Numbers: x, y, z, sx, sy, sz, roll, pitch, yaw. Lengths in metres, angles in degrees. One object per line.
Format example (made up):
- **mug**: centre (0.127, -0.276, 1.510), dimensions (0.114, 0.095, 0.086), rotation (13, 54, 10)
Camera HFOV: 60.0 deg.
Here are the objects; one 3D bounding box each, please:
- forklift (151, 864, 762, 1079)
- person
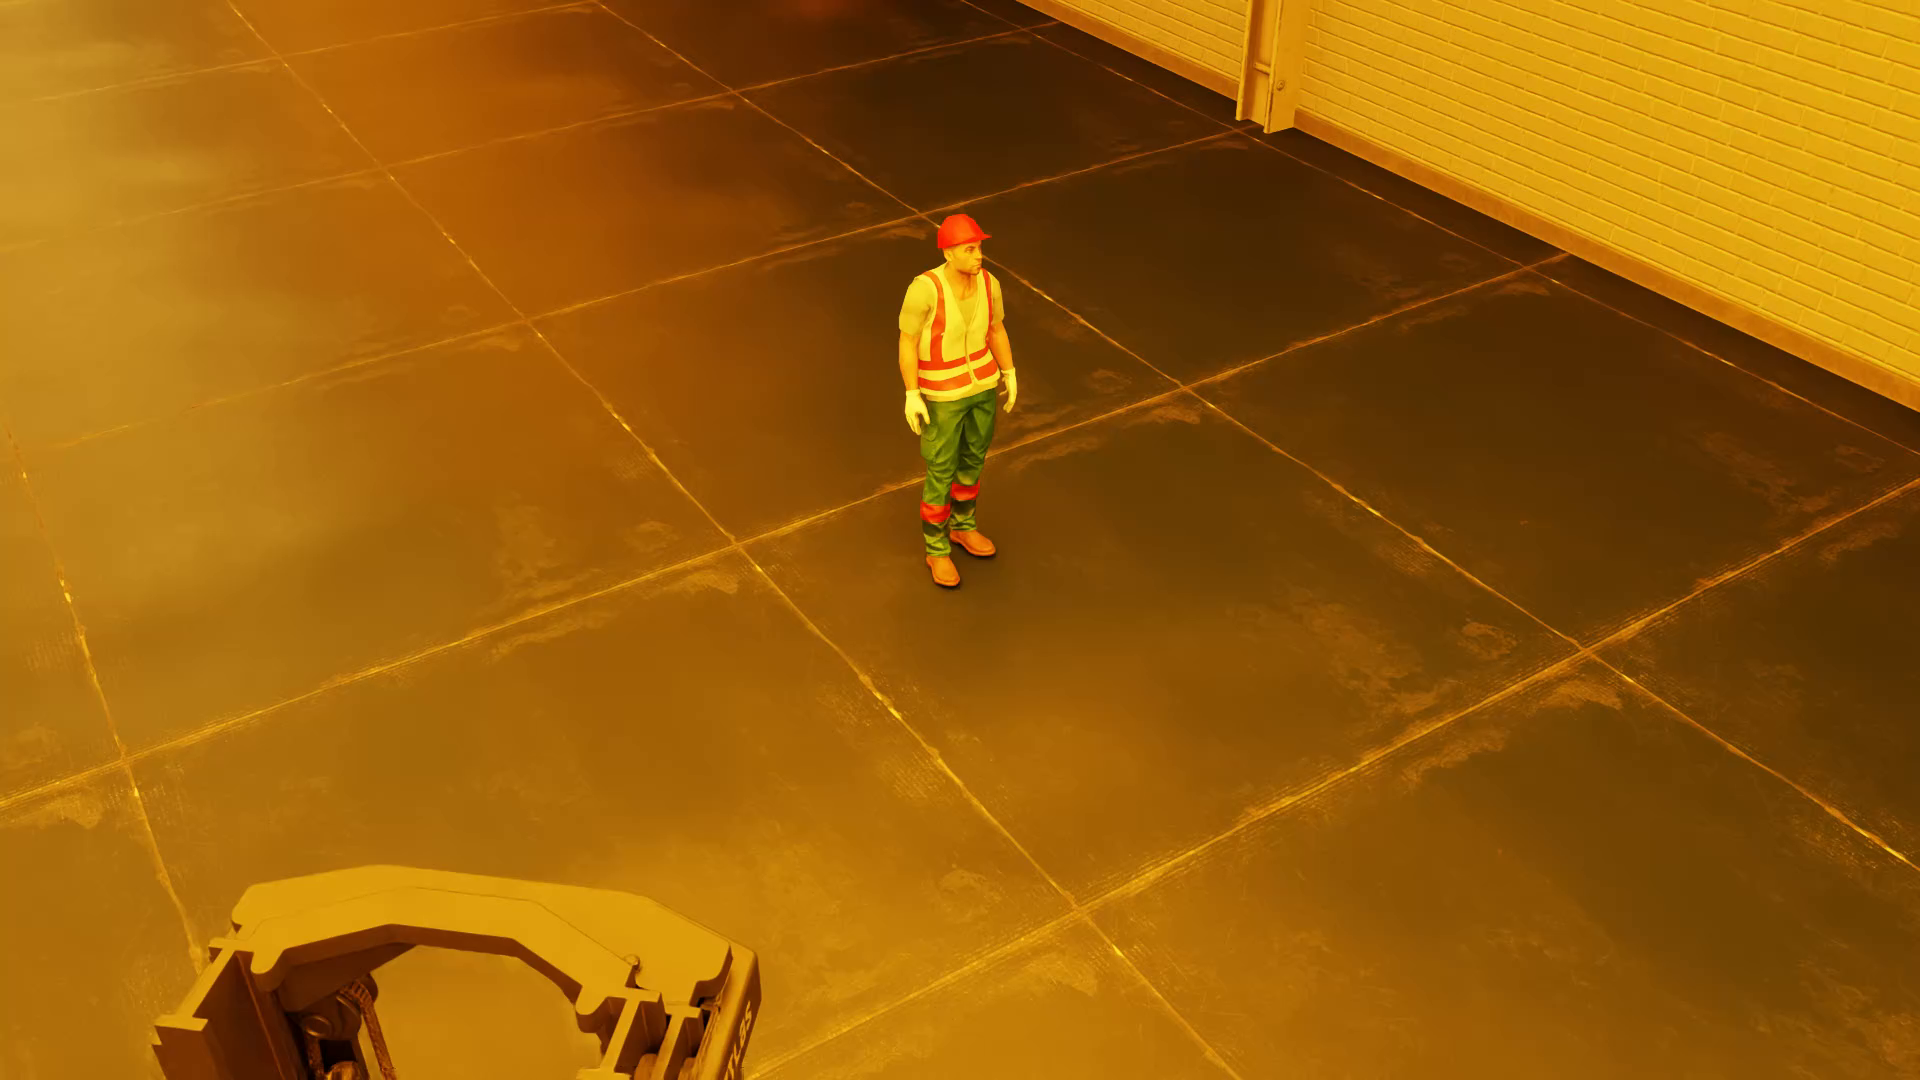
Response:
- **forklift**: centre (-0.911, 2.161, 3.072), dimensions (1.130, 2.935, 3.031), rotation (5, 35, 7)
- **person**: centre (0.033, -0.694, 8.119), dimensions (0.637, 1.782, 0.564), rotation (-21, 40, -27)
